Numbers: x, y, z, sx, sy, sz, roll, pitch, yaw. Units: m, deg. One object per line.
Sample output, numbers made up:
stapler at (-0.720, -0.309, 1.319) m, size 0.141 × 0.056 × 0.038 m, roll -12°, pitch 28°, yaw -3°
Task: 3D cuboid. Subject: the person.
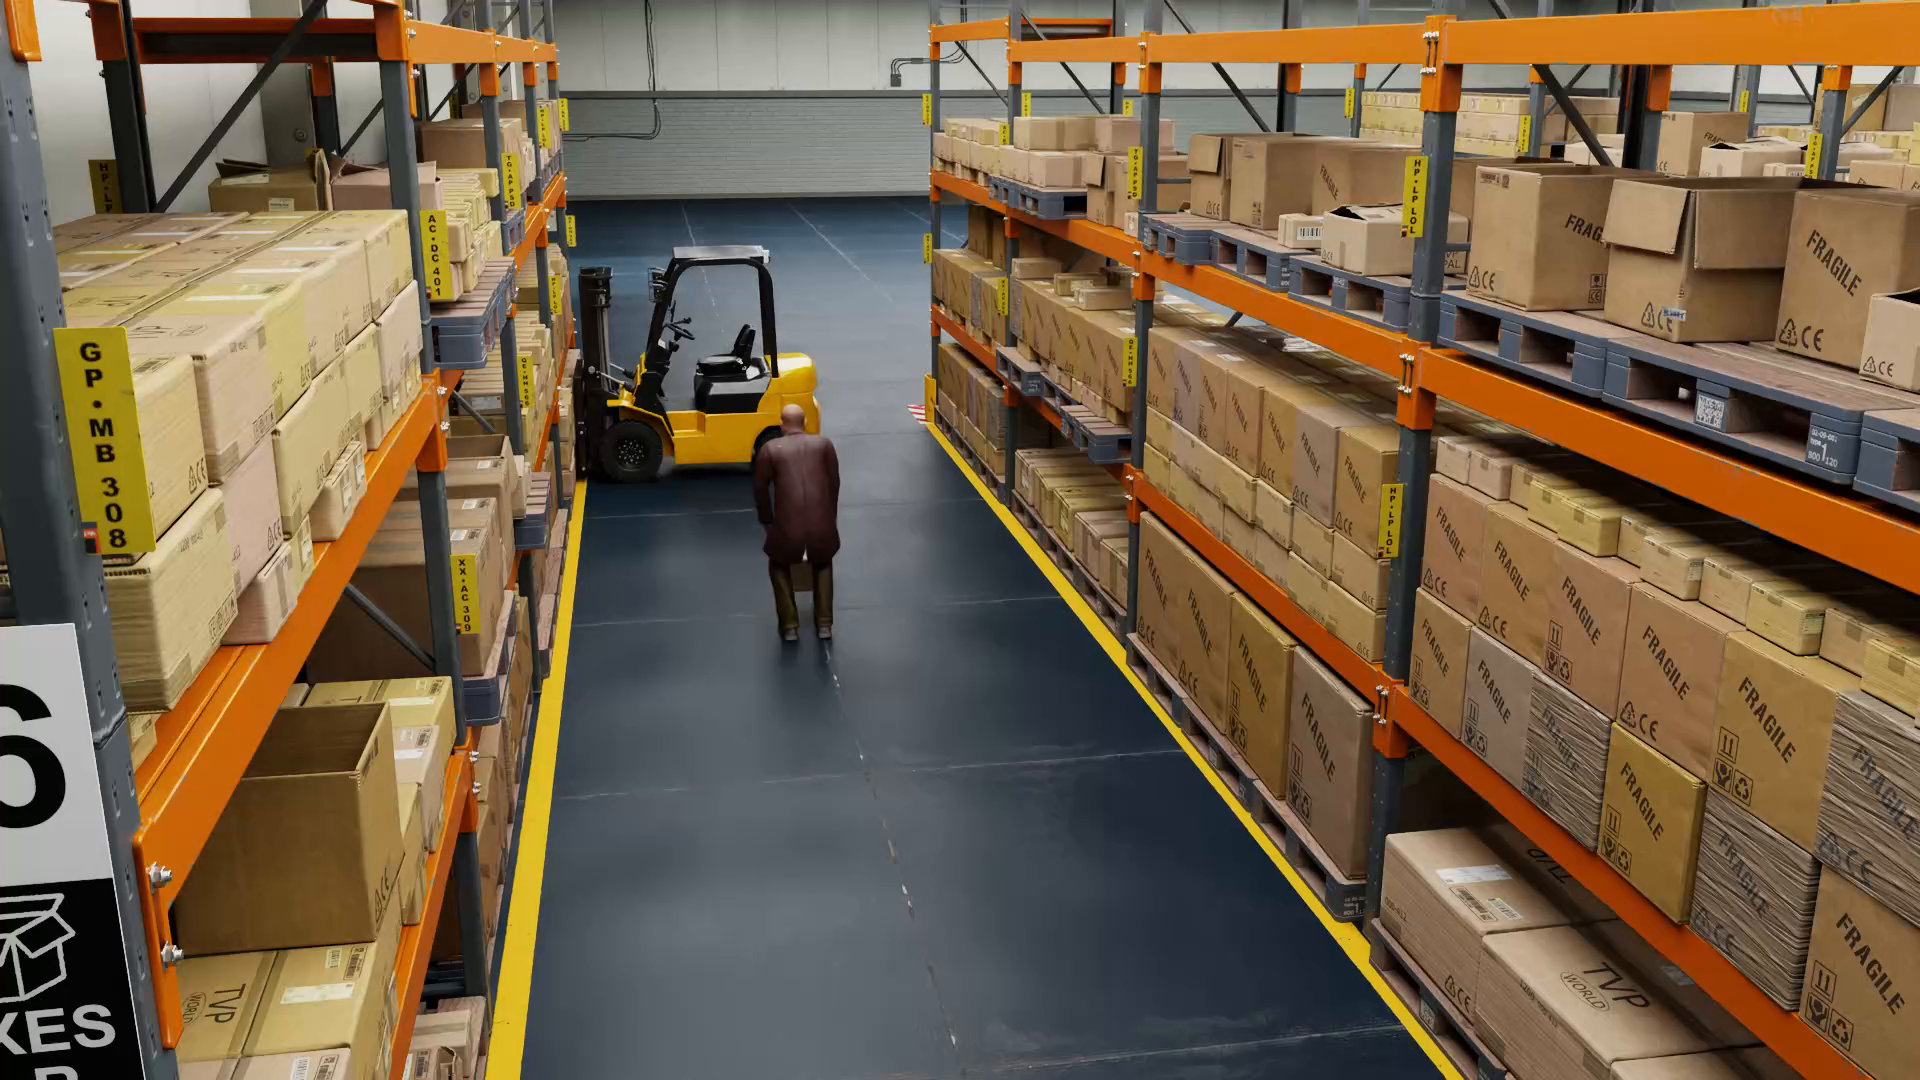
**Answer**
person at (-1.139, -0.115, 11.703) m, size 0.611 × 1.654 × 0.515 m, roll -3°, pitch 16°, yaw -9°
